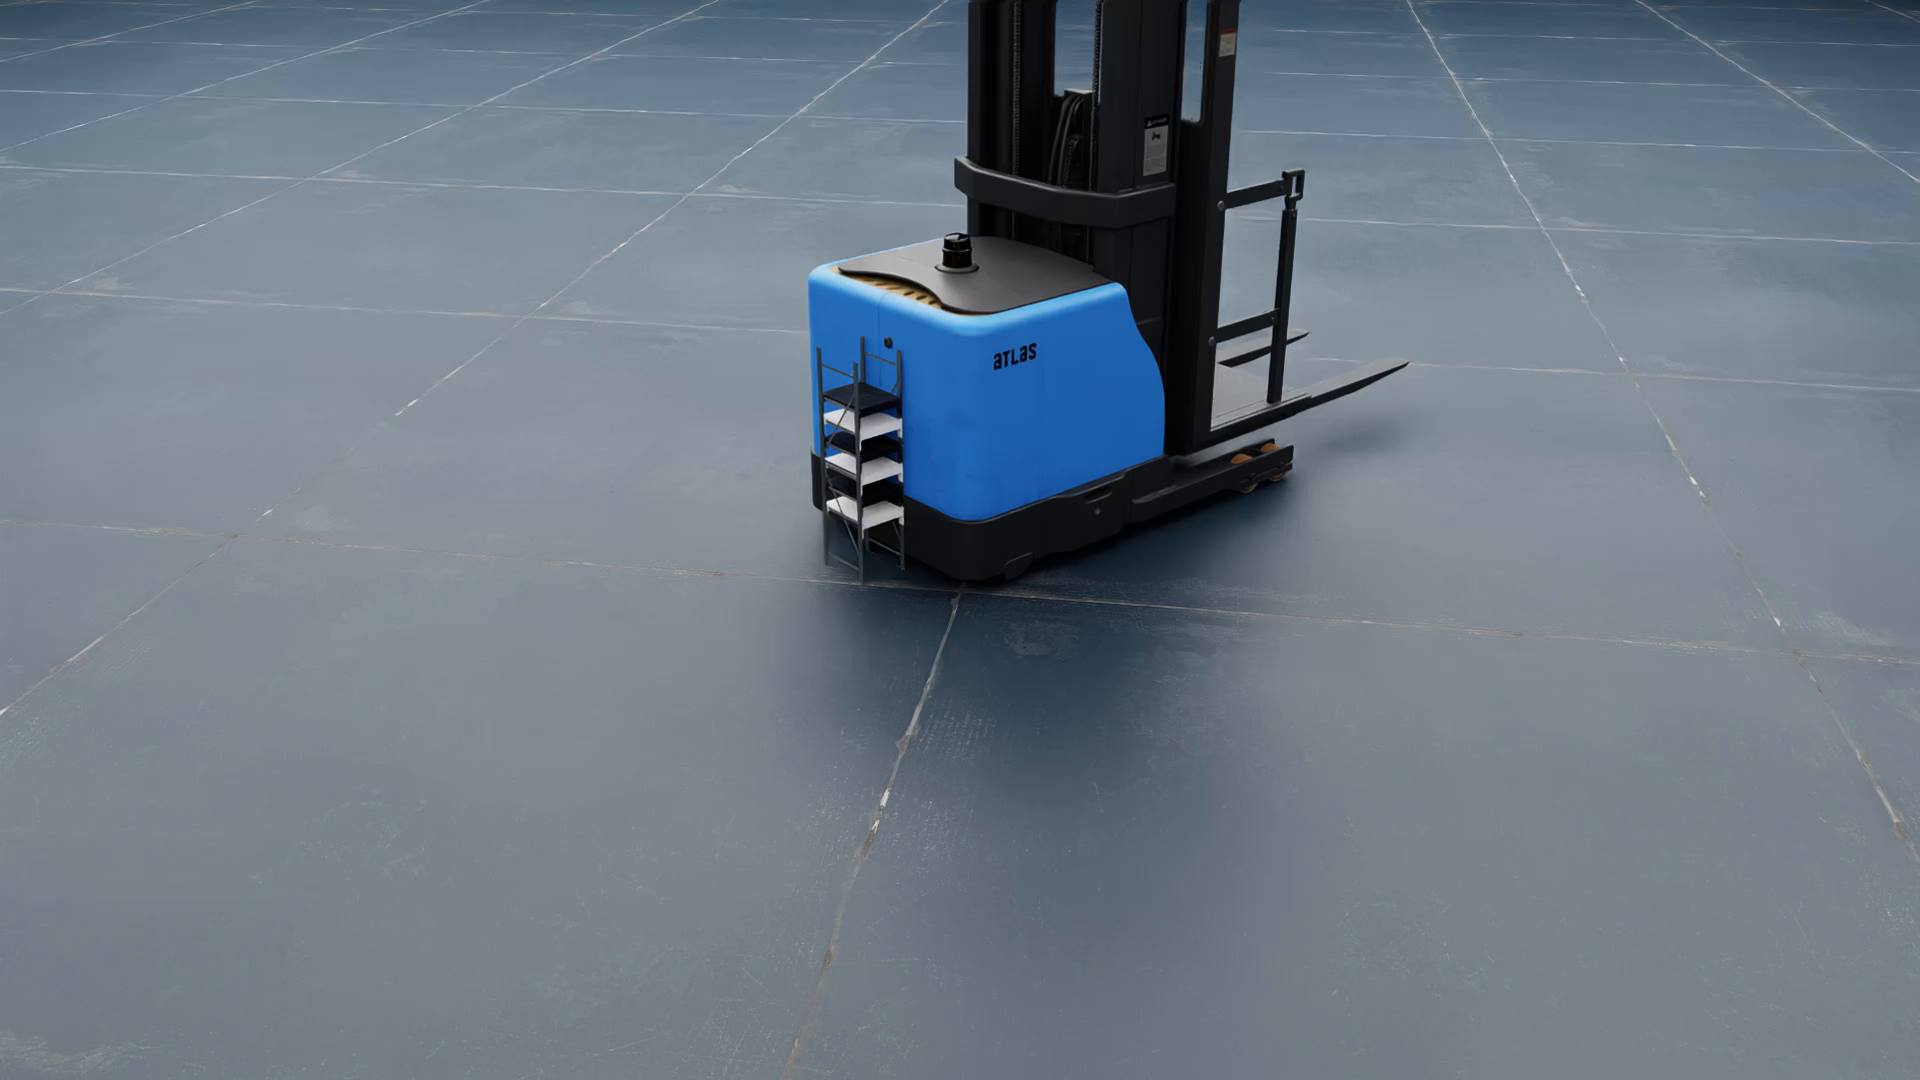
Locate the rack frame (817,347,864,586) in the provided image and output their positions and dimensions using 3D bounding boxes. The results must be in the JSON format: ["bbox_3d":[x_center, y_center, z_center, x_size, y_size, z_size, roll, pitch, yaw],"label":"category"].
[{"bbox_3d":[-0.449,-0.269,6.263,0.006,0.900,0.240,-20,32,-37],"label":"rack frame"}]

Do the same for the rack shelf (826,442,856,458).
[{"bbox_3d":[-0.373,-0.362,6.293,0.184,0.015,0.199,-20,32,-37],"label":"rack shelf"}]

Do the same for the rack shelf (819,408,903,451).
[{"bbox_3d":[-0.373,-0.430,6.261,0.200,0.077,0.258,-20,32,-37],"label":"rack shelf"}]

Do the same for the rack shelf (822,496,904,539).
[{"bbox_3d":[-0.373,-0.104,6.414,0.200,0.077,0.258,-20,32,-37],"label":"rack shelf"}]

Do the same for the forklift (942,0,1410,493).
[{"bbox_3d":[0.866,-1.663,6.921,2.937,2.867,1.118,-20,32,-37],"label":"forklift"}]

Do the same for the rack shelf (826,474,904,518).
[{"bbox_3d":[-0.373,-0.185,6.376,0.200,0.077,0.258,-20,32,-37],"label":"rack shelf"}]

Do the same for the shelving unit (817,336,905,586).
[{"bbox_3d":[-0.373,-0.297,6.323,0.210,0.900,0.258,-20,32,-37],"label":"shelving unit"}]

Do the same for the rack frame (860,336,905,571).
[{"bbox_3d":[-0.296,-0.326,6.384,0.006,0.900,0.240,-20,32,-37],"label":"rack frame"}]

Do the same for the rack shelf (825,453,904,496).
[{"bbox_3d":[-0.373,-0.267,6.337,0.200,0.077,0.258,-20,32,-37],"label":"rack shelf"}]

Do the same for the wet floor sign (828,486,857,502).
[{"bbox_3d":[-6.218,0.534,4.848,8.776,0.644,8.923,13,28,26],"label":"wet floor sign"}]

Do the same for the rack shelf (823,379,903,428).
[{"bbox_3d":[-0.373,-0.511,6.223,0.200,0.077,0.258,-20,32,-37],"label":"rack shelf"}]
